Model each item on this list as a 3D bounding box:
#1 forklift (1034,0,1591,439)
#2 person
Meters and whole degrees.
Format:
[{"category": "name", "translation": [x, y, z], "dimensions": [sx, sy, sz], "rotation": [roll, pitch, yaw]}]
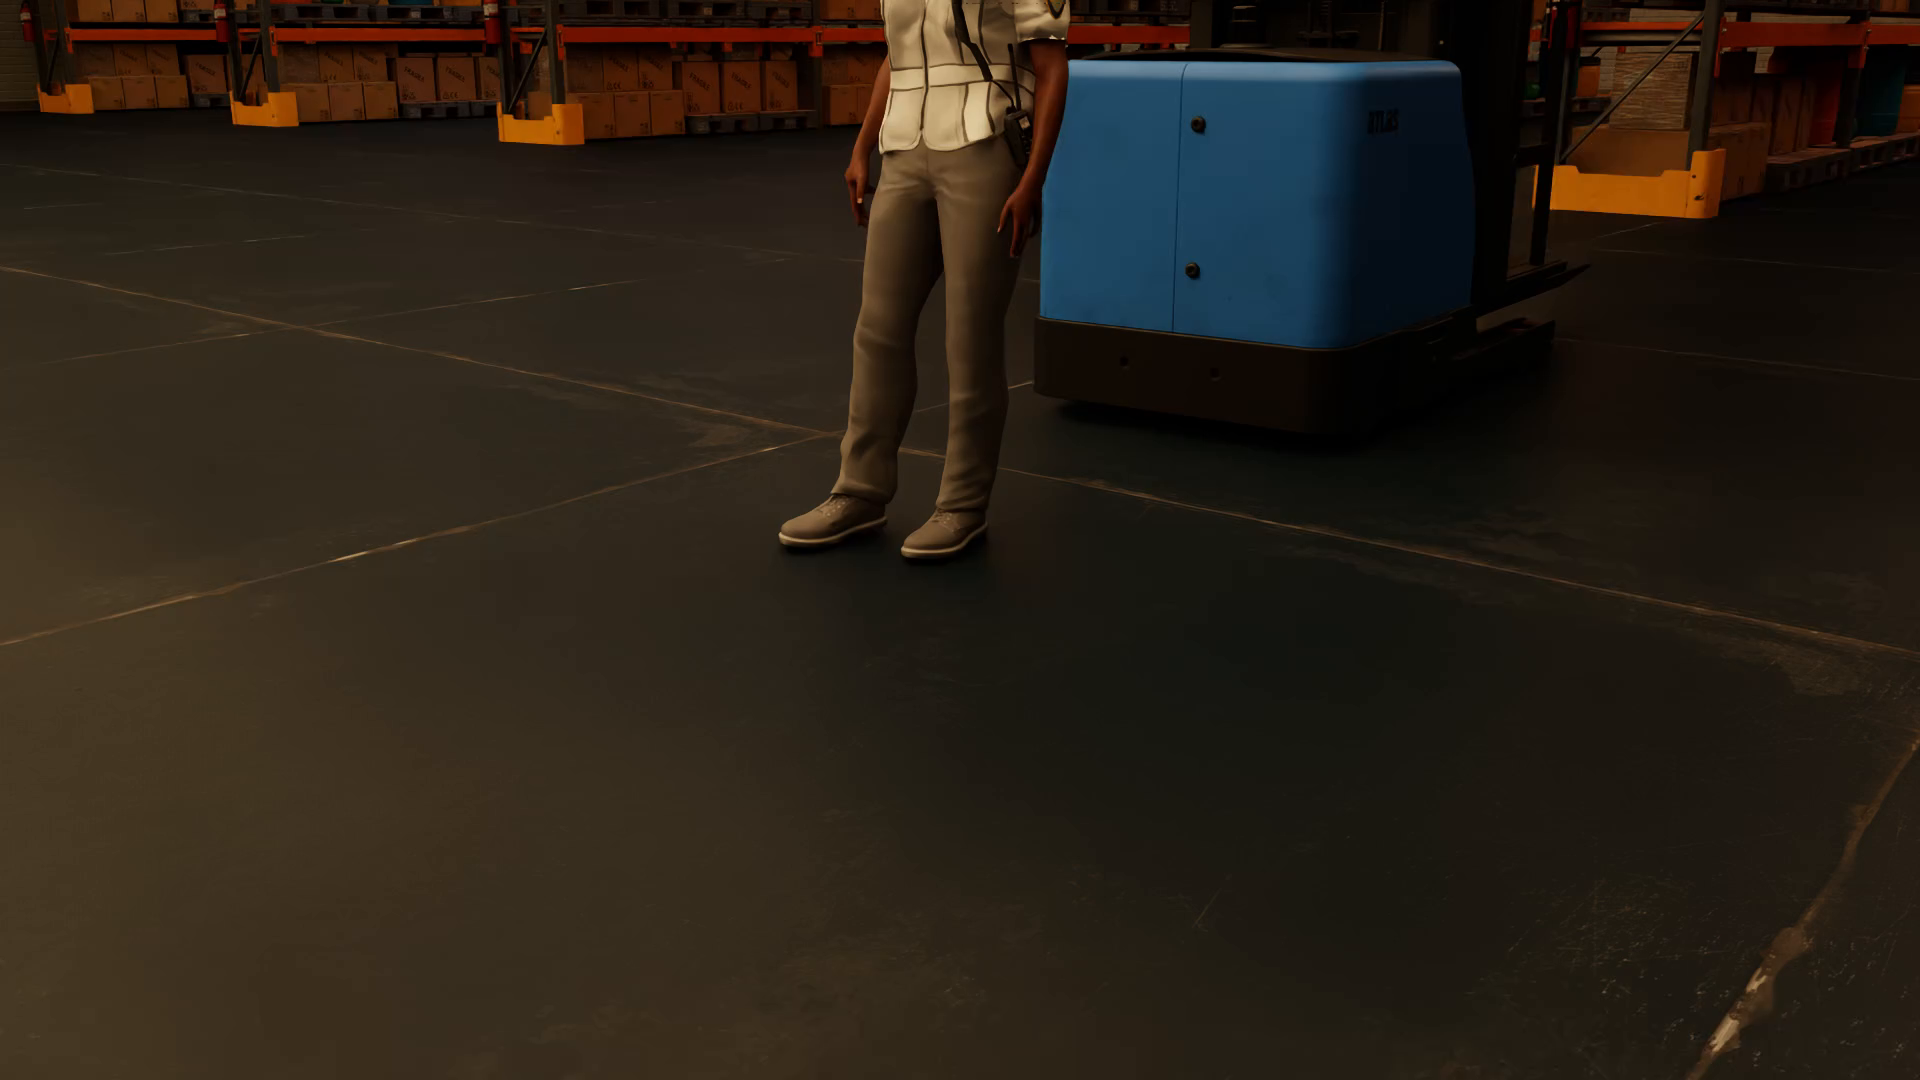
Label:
[{"category": "forklift", "translation": [1.504, -2.063, 5.690], "dimensions": [1.130, 2.935, 3.031], "rotation": [12, 21, 34]}, {"category": "person", "translation": [-0.063, -0.805, 3.650], "dimensions": [0.570, 1.697, 0.528], "rotation": [13, 21, 37]}]
